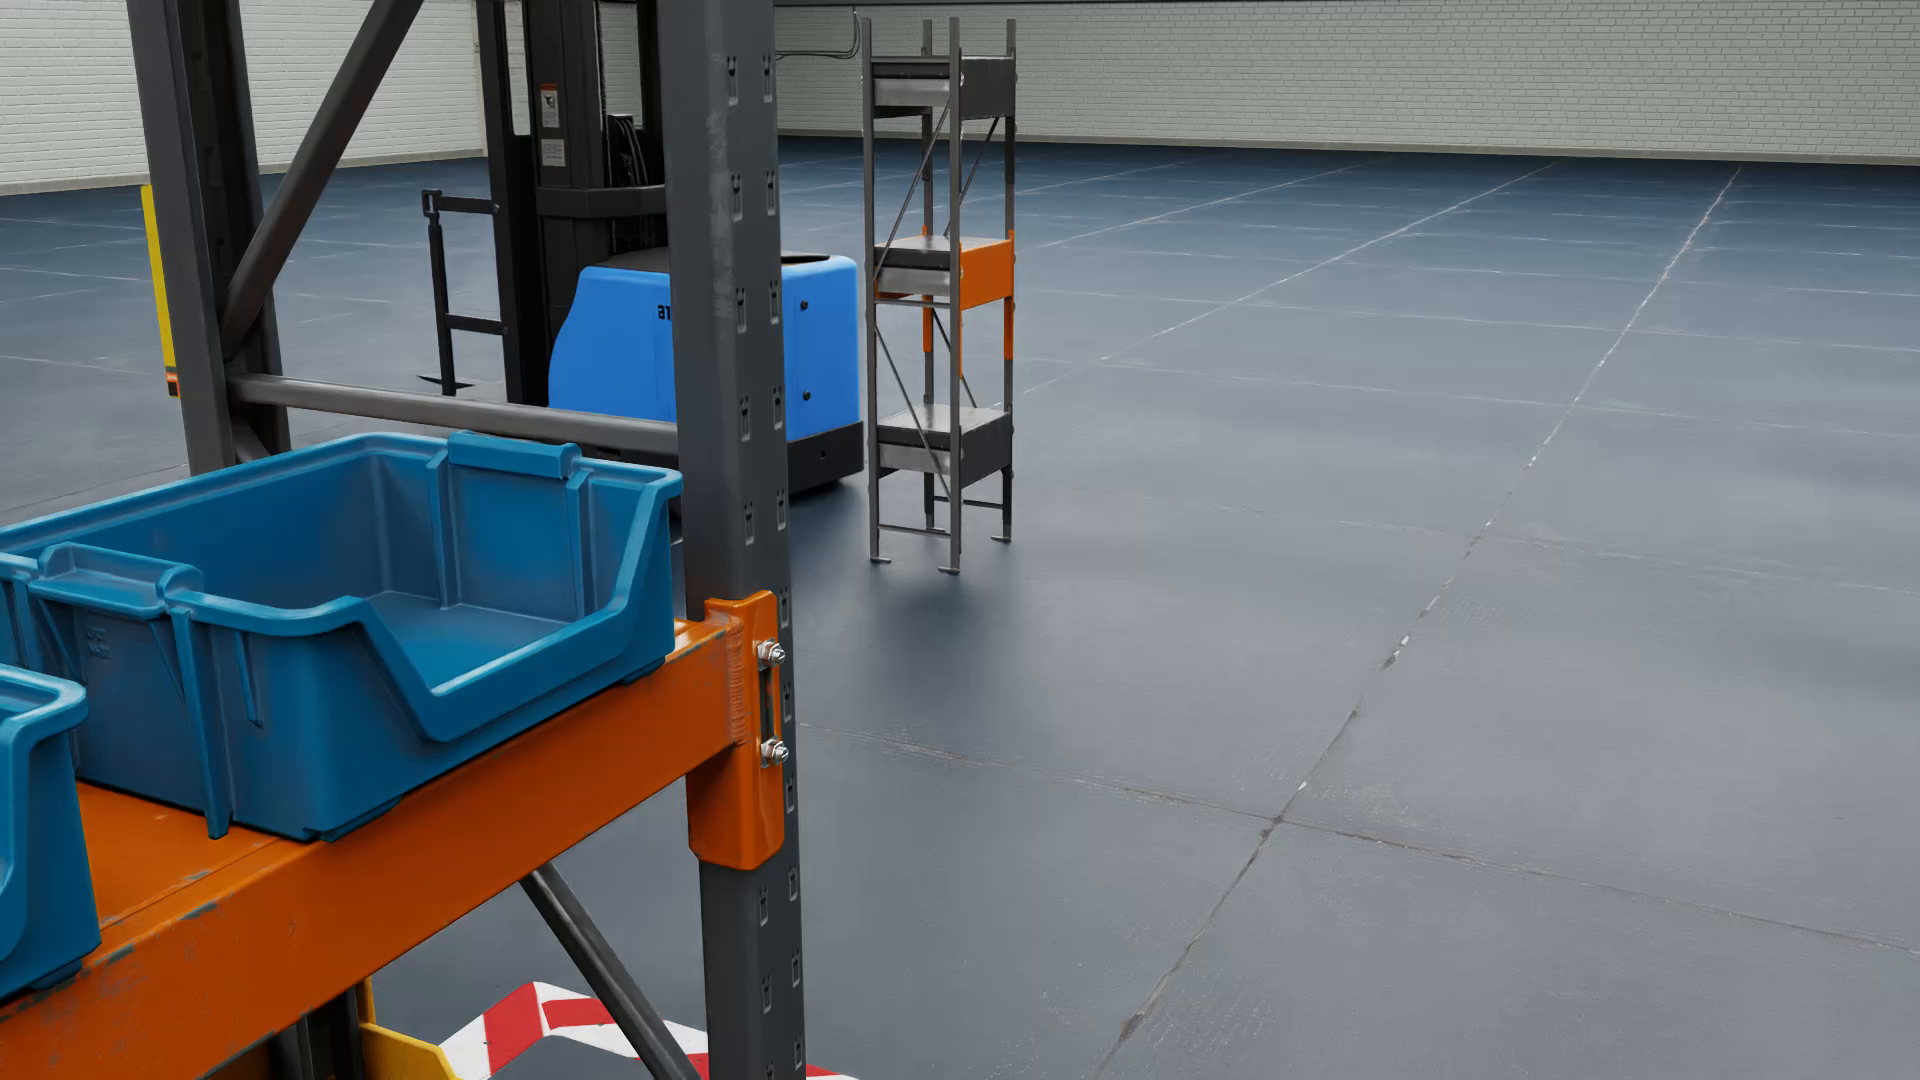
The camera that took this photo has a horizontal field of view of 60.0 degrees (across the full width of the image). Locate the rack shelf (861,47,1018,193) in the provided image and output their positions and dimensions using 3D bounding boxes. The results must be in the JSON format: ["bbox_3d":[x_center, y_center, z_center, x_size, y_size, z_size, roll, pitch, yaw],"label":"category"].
[{"bbox_3d":[-0.074,-1.622,6.388,0.431,0.518,0.480,8,18,25],"label":"rack shelf"}]

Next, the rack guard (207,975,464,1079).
[{"bbox_3d":[-0.689,1.054,2.598,1.175,0.500,0.348,8,18,25],"label":"rack guard"}]

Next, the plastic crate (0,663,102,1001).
[{"bbox_3d":[-0.949,0.232,1.237,0.499,0.251,0.408,8,18,25],"label":"plastic crate"}]

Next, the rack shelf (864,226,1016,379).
[{"bbox_3d":[-0.074,-0.951,6.587,0.431,0.518,0.480,8,18,25],"label":"rack shelf"}]

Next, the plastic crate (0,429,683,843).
[{"bbox_3d":[-0.654,0.067,1.792,0.499,0.251,0.616,8,18,25],"label":"plastic crate"}]

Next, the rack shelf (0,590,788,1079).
[{"bbox_3d":[-1.591,0.684,0.715,1.077,0.370,4.000,8,18,25],"label":"rack shelf"}]

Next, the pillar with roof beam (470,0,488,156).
[{"bbox_3d":[-4.978,-11.070,28.490,9.100,9.000,0.400,8,18,25],"label":"pillar with roof beam"}]

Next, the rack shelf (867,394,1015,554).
[{"bbox_3d":[-0.074,-0.280,6.787,0.431,0.518,0.480,8,18,25],"label":"rack shelf"}]

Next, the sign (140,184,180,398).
[{"bbox_3d":[-1.188,-0.374,2.528,0.100,0.325,0.005,8,18,25],"label":"sign"}]

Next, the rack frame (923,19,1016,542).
[{"bbox_3d":[0.035,-1.027,6.793,0.400,2.100,0.015,8,18,25],"label":"rack frame"}]

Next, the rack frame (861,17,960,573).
[{"bbox_3d":[-0.183,-0.902,6.374,0.400,2.100,0.015,8,18,25],"label":"rack frame"}]

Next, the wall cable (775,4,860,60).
[{"bbox_3d":[-3.649,-12.240,37.882,3.097,2.526,0.112,8,18,25],"label":"wall cable"}]

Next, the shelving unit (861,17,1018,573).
[{"bbox_3d":[-0.074,-0.964,6.583,0.431,2.100,0.503,8,18,25],"label":"shelving unit"}]

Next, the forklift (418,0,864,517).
[{"bbox_3d":[-1.958,-1.803,7.947,3.031,2.935,1.130,11,20,33],"label":"forklift"}]
